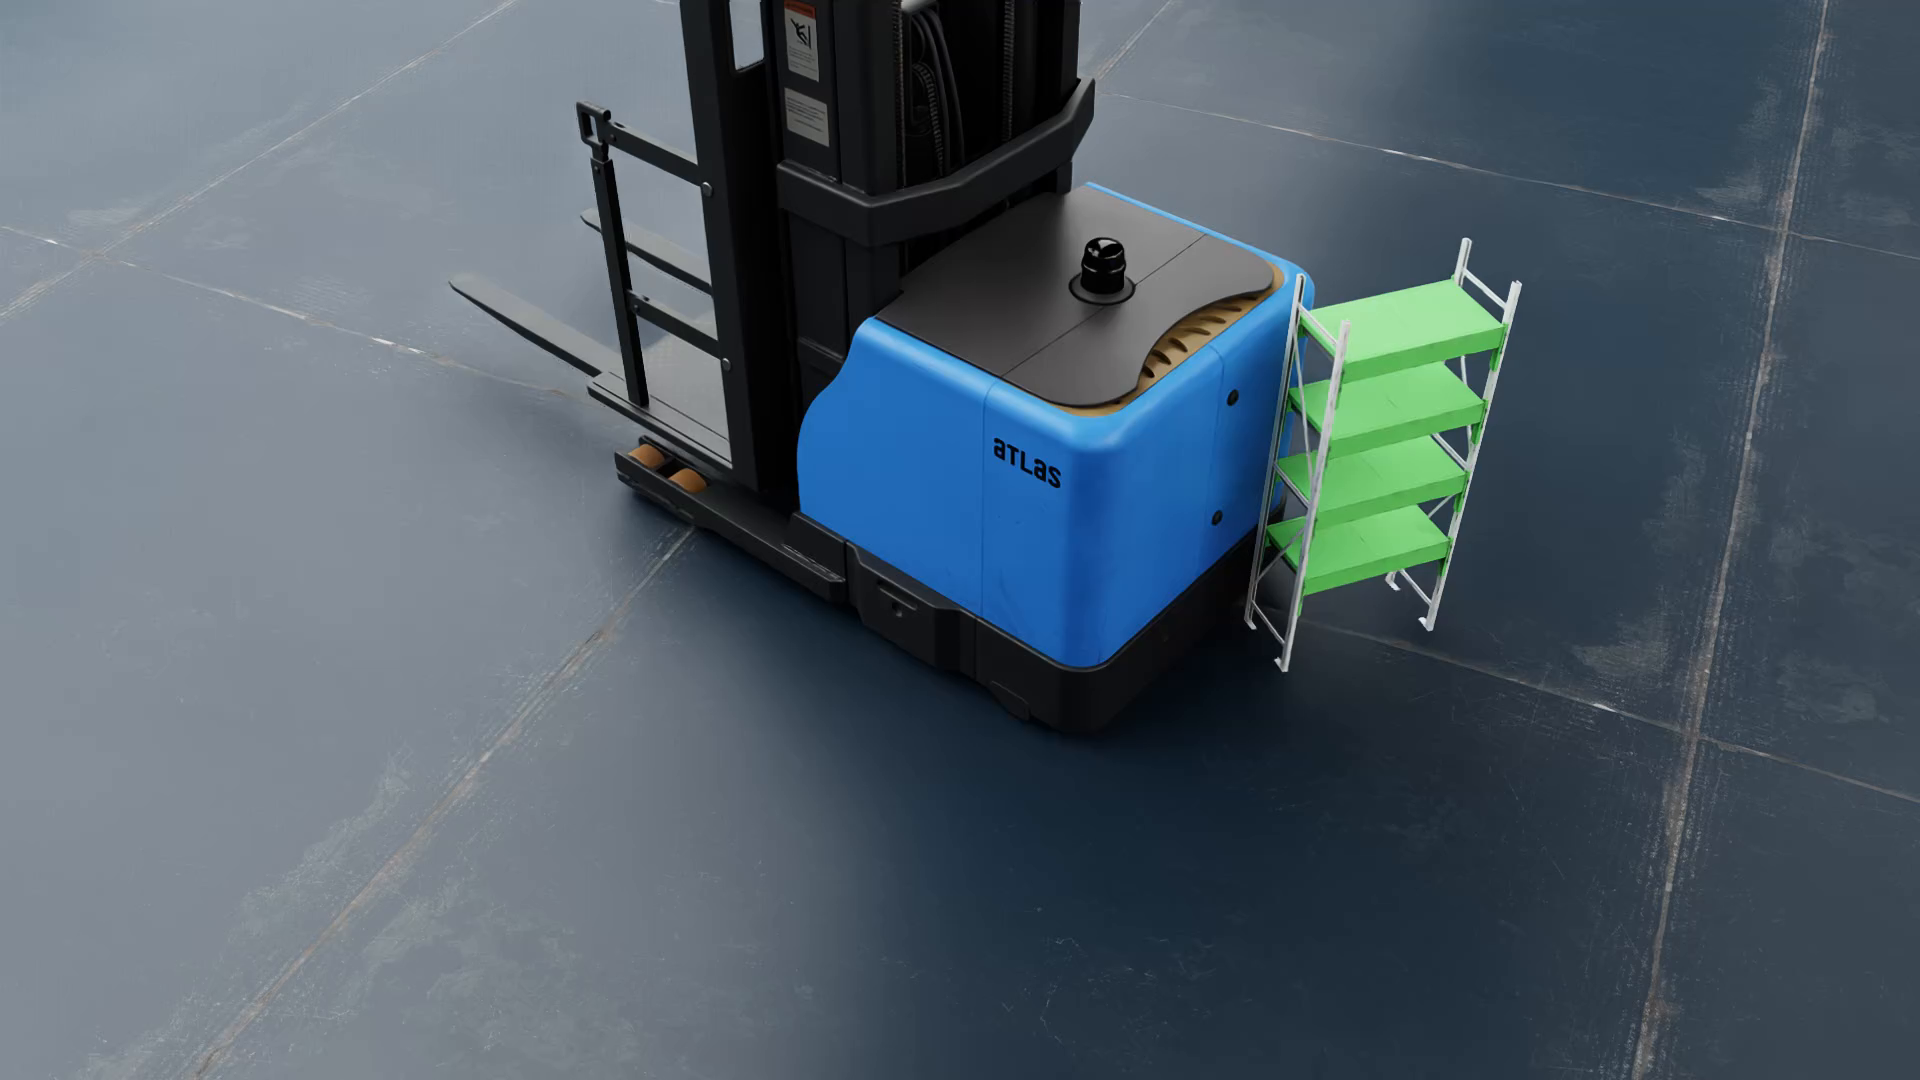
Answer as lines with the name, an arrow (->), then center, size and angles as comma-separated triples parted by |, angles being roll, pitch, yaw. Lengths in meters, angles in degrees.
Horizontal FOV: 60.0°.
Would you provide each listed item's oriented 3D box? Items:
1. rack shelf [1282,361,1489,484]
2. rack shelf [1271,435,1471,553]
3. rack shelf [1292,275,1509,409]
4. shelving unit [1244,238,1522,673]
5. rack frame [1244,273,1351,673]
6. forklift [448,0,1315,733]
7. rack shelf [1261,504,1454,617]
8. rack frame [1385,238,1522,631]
rack shelf -> 1.127, -0.334, 4.450 | 0.480, 0.148, 0.258 | -14, 43, -15
rack shelf -> 1.127, -0.152, 4.607 | 0.480, 0.148, 0.258 | -14, 43, -15
rack shelf -> 1.127, -0.515, 4.293 | 0.480, 0.148, 0.258 | -14, 43, -15
shelving unit -> 1.127, -0.201, 4.565 | 0.503, 1.200, 0.258 | -14, 43, -15
rack frame -> 0.898, -0.144, 4.500 | 0.015, 1.200, 0.240 | -14, 43, -15
forklift -> -0.480, -1.402, 4.629 | 3.031, 2.935, 1.130 | 29, 49, 29
rack shelf -> 1.127, 0.029, 4.764 | 0.480, 0.148, 0.258 | -14, 43, -15
rack frame -> 1.355, -0.257, 4.630 | 0.015, 1.200, 0.240 | -14, 43, -15
